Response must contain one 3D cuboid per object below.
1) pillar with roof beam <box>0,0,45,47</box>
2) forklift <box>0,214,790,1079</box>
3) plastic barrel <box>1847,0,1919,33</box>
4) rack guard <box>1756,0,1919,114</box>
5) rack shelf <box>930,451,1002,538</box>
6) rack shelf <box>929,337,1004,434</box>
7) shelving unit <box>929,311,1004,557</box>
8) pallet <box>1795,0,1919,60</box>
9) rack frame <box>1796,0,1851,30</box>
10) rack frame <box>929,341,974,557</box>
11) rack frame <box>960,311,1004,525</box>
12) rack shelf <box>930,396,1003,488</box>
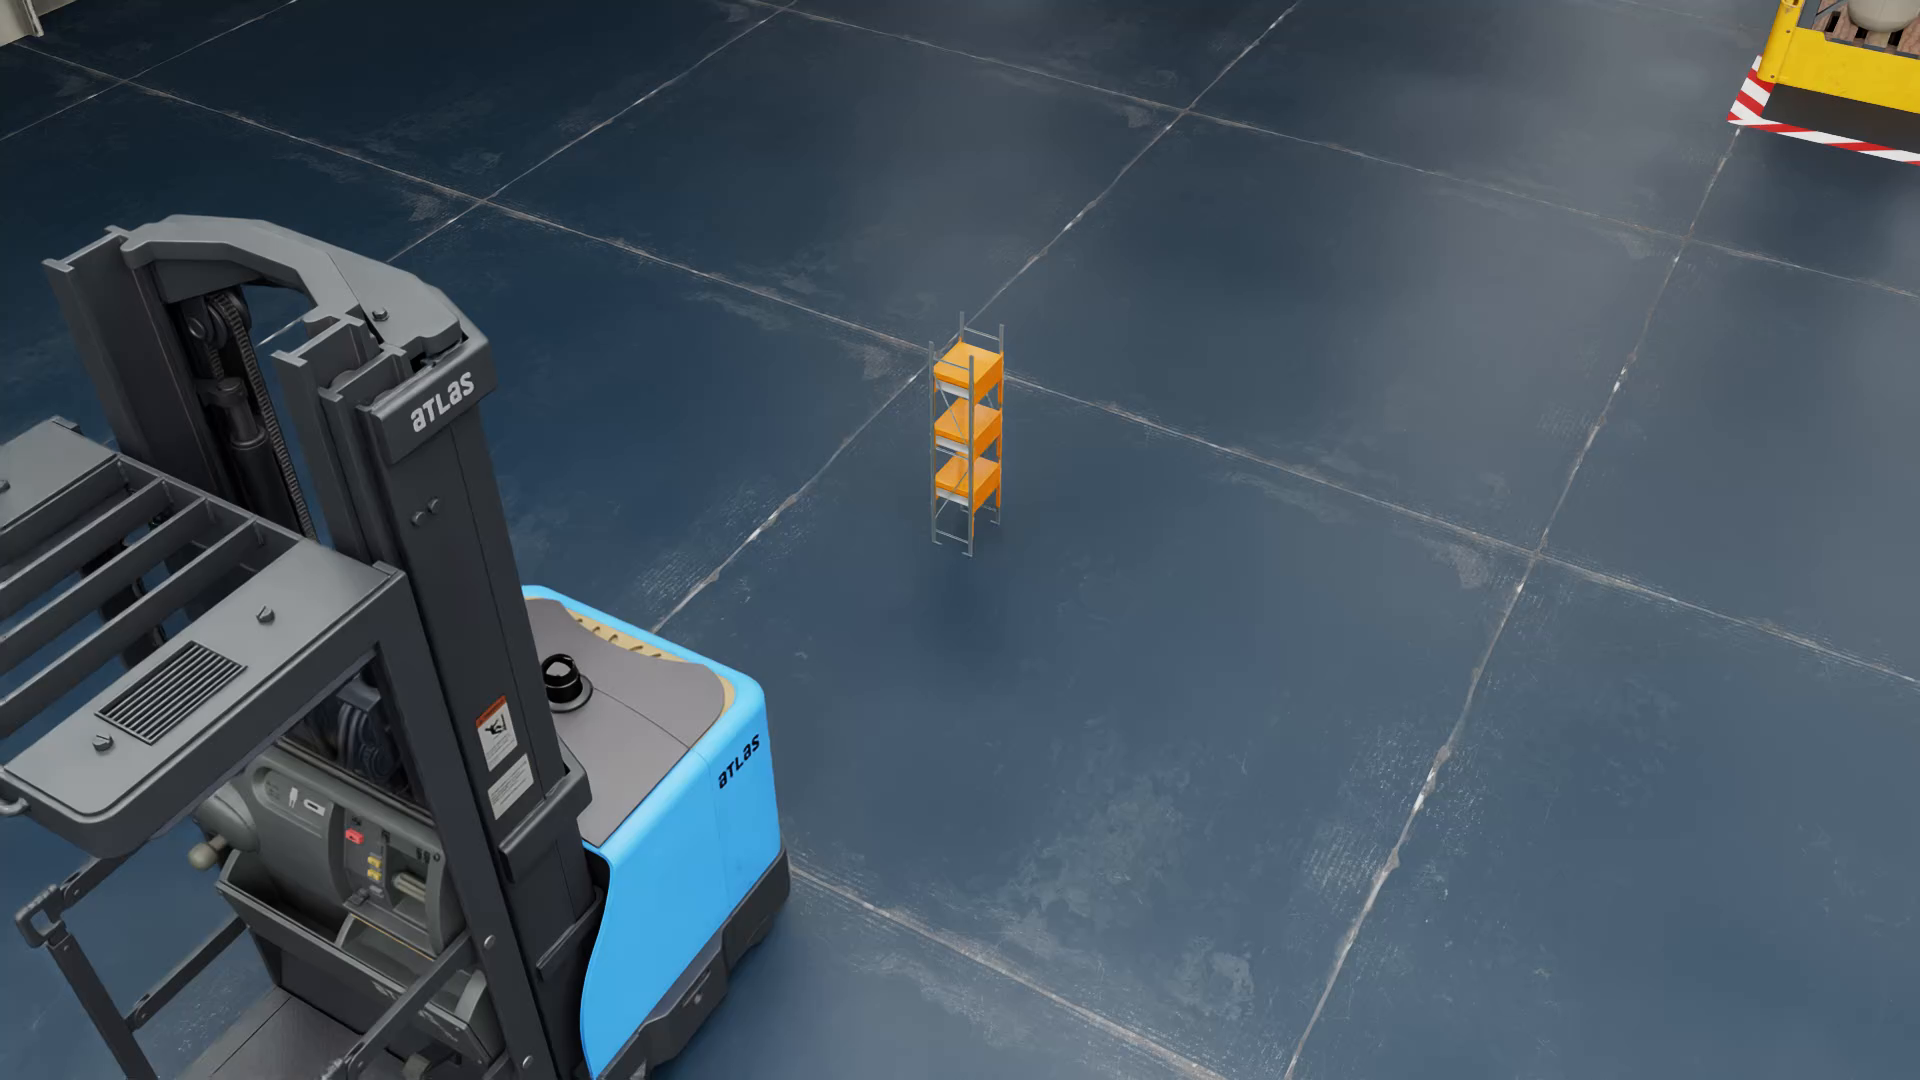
[{"bbox_3d":[-2.601,-5.263,6.417,9.100,9.000,0.400,21,45,22],"label":"pillar with roof beam"},{"bbox_3d":[-1.757,0.834,4.085,1.130,2.935,3.031,21,45,22],"label":"forklift"},{"bbox_3d":[5.914,-3.531,10.555,0.421,0.512,0.421,0,41,0],"label":"plastic barrel"},{"bbox_3d":[5.648,-3.026,10.308,1.175,0.500,0.348,21,45,22],"label":"rack guard"},{"bbox_3d":[0.027,-0.208,7.128,0.215,0.259,0.240,21,45,22],"label":"rack shelf"},{"bbox_3d":[0.027,-0.630,6.757,0.215,0.259,0.240,21,45,22],"label":"rack shelf"},{"bbox_3d":[0.027,-0.425,6.938,0.215,1.050,0.252,21,45,22],"label":"shelving unit"},{"bbox_3d":[6.059,-3.381,10.929,1.003,0.211,1.213,21,45,22],"label":"pallet"},{"bbox_3d":[5.651,-3.905,9.415,1.000,3.000,0.127,21,45,22],"label":"rack frame"},{"bbox_3d":[-0.034,-0.355,6.859,0.200,1.050,0.008,21,45,22],"label":"rack frame"},{"bbox_3d":[0.088,-0.494,7.017,0.200,1.050,0.008,21,45,22],"label":"rack frame"},{"bbox_3d":[0.027,-0.417,6.945,0.215,0.259,0.240,21,45,22],"label":"rack shelf"}]
